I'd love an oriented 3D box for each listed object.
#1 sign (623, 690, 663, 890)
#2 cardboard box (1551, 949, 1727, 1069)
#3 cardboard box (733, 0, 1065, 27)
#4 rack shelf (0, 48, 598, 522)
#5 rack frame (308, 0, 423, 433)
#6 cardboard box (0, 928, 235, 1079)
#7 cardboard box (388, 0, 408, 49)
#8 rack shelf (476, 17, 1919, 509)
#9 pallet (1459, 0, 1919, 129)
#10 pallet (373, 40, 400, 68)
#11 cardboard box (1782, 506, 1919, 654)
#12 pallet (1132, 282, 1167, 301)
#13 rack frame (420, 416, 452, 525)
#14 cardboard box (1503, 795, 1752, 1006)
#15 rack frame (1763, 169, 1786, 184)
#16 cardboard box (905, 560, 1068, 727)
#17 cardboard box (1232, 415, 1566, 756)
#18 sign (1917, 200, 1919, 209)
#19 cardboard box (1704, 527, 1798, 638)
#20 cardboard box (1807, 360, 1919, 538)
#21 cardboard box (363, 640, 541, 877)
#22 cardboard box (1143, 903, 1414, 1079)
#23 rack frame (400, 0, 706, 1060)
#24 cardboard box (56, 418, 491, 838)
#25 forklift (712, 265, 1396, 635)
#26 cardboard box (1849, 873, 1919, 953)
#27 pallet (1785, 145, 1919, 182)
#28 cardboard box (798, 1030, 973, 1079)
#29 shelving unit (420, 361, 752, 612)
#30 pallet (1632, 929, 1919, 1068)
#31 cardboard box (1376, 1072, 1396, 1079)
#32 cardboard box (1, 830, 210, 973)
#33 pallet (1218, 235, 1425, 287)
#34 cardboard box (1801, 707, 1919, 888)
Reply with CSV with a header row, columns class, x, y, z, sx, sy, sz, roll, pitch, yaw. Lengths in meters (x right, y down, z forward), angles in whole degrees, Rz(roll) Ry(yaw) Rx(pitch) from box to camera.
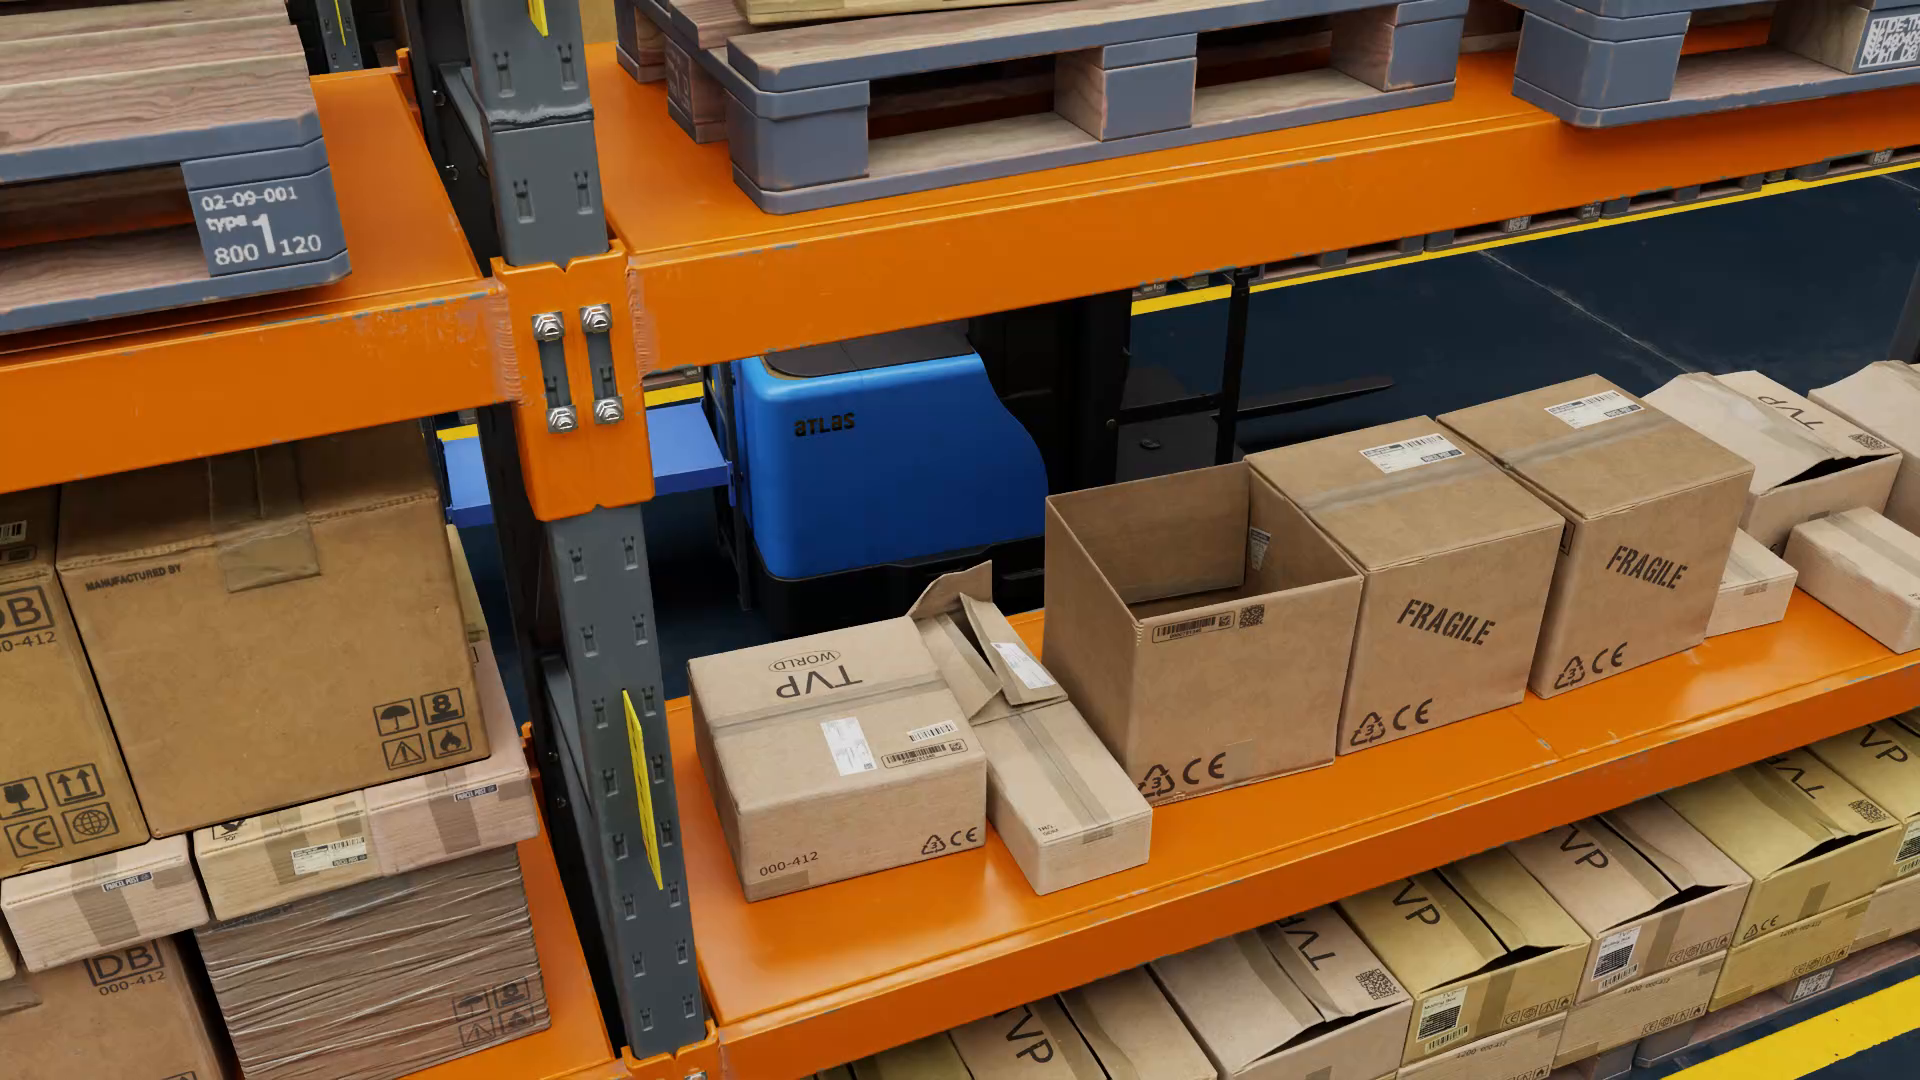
class,x,y,z,sx,sy,sz,roll,pitch,yaw
sign,-0.484,0.385,2.541,0.005,0.325,0.100,-13,35,-19
cardboard box,1.658,1.084,4.470,0.500,0.250,0.500,-12,35,-18
cardboard box,-0.129,-0.993,2.528,0.500,0.250,0.500,-9,34,-14
rack shelf,-2.545,-0.031,1.956,4.000,0.370,1.077,-13,35,-19
rack frame,-2.622,-1.988,7.054,0.127,3.000,1.000,-13,35,-19
cardboard box,-1.591,0.672,2.875,0.500,0.500,0.700,-13,35,-19
cardboard box,-2.139,-2.304,7.046,0.500,0.500,0.700,-13,35,-19
rack shelf,1.144,-0.875,3.254,4.000,0.370,1.077,-13,35,-19
pallet,1.367,-1.094,3.104,1.213,0.211,1.003,-11,35,-17
pallet,-1.861,-1.995,7.242,1.213,0.211,1.003,-13,35,-19
cardboard box,2.265,0.092,4.088,0.250,0.149,0.380,-13,35,-19
pallet,0.345,-1.499,8.860,1.213,0.211,1.003,-13,35,-19
rack frame,-1.852,-0.312,5.854,0.032,1.500,0.500,-10,34,-15
cardboard box,1.657,0.852,4.312,0.500,0.311,0.500,-13,35,-19
rack frame,4.755,-3.677,9.650,0.127,3.000,1.000,-13,35,-19
cardboard box,0.039,0.281,3.691,0.258,0.266,0.396,-14,35,-20
cardboard box,0.961,0.090,3.770,0.500,0.500,0.500,-13,35,-19
sign,2.769,-1.065,4.647,0.005,0.325,0.100,-13,35,-19
cardboard box,1.834,0.061,4.136,0.250,0.149,0.380,-10,34,-15
cardboard box,2.635,-0.250,4.465,0.500,0.311,0.500,-11,35,-16
cardboard box,-0.868,0.354,2.769,0.250,0.149,0.380,-13,35,-19
cardboard box,0.717,1.069,3.978,0.500,0.311,0.500,-14,36,-20
rack frame,-0.701,0.503,3.227,0.127,3.000,1.000,-13,35,-19
cardboard box,-1.107,0.014,2.697,0.500,0.500,0.700,-13,35,-19
forklift,0.597,-1.337,6.117,3.031,2.935,1.130,-10,34,-15
cardboard box,2.597,0.868,4.801,0.500,0.250,0.500,-12,35,-18
pallet,5.486,-2.629,10.597,1.213,0.211,1.003,-13,35,-19
cardboard box,-0.223,1.282,3.651,0.500,0.311,0.500,-13,35,-19
shelving unit,-1.370,-0.399,5.988,1.048,1.500,0.538,-10,34,-15
pallet,2.213,0.981,5.049,1.213,0.211,1.003,-13,35,-19
cardboard box,0.716,1.300,4.137,0.500,0.250,0.500,-14,36,-20
cardboard box,-1.338,0.462,2.604,0.250,0.149,0.380,-14,36,-20
pallet,1.823,-1.792,9.310,1.213,0.211,1.003,-13,35,-19
cardboard box,2.600,0.634,4.647,0.500,0.311,0.500,-12,35,-18
